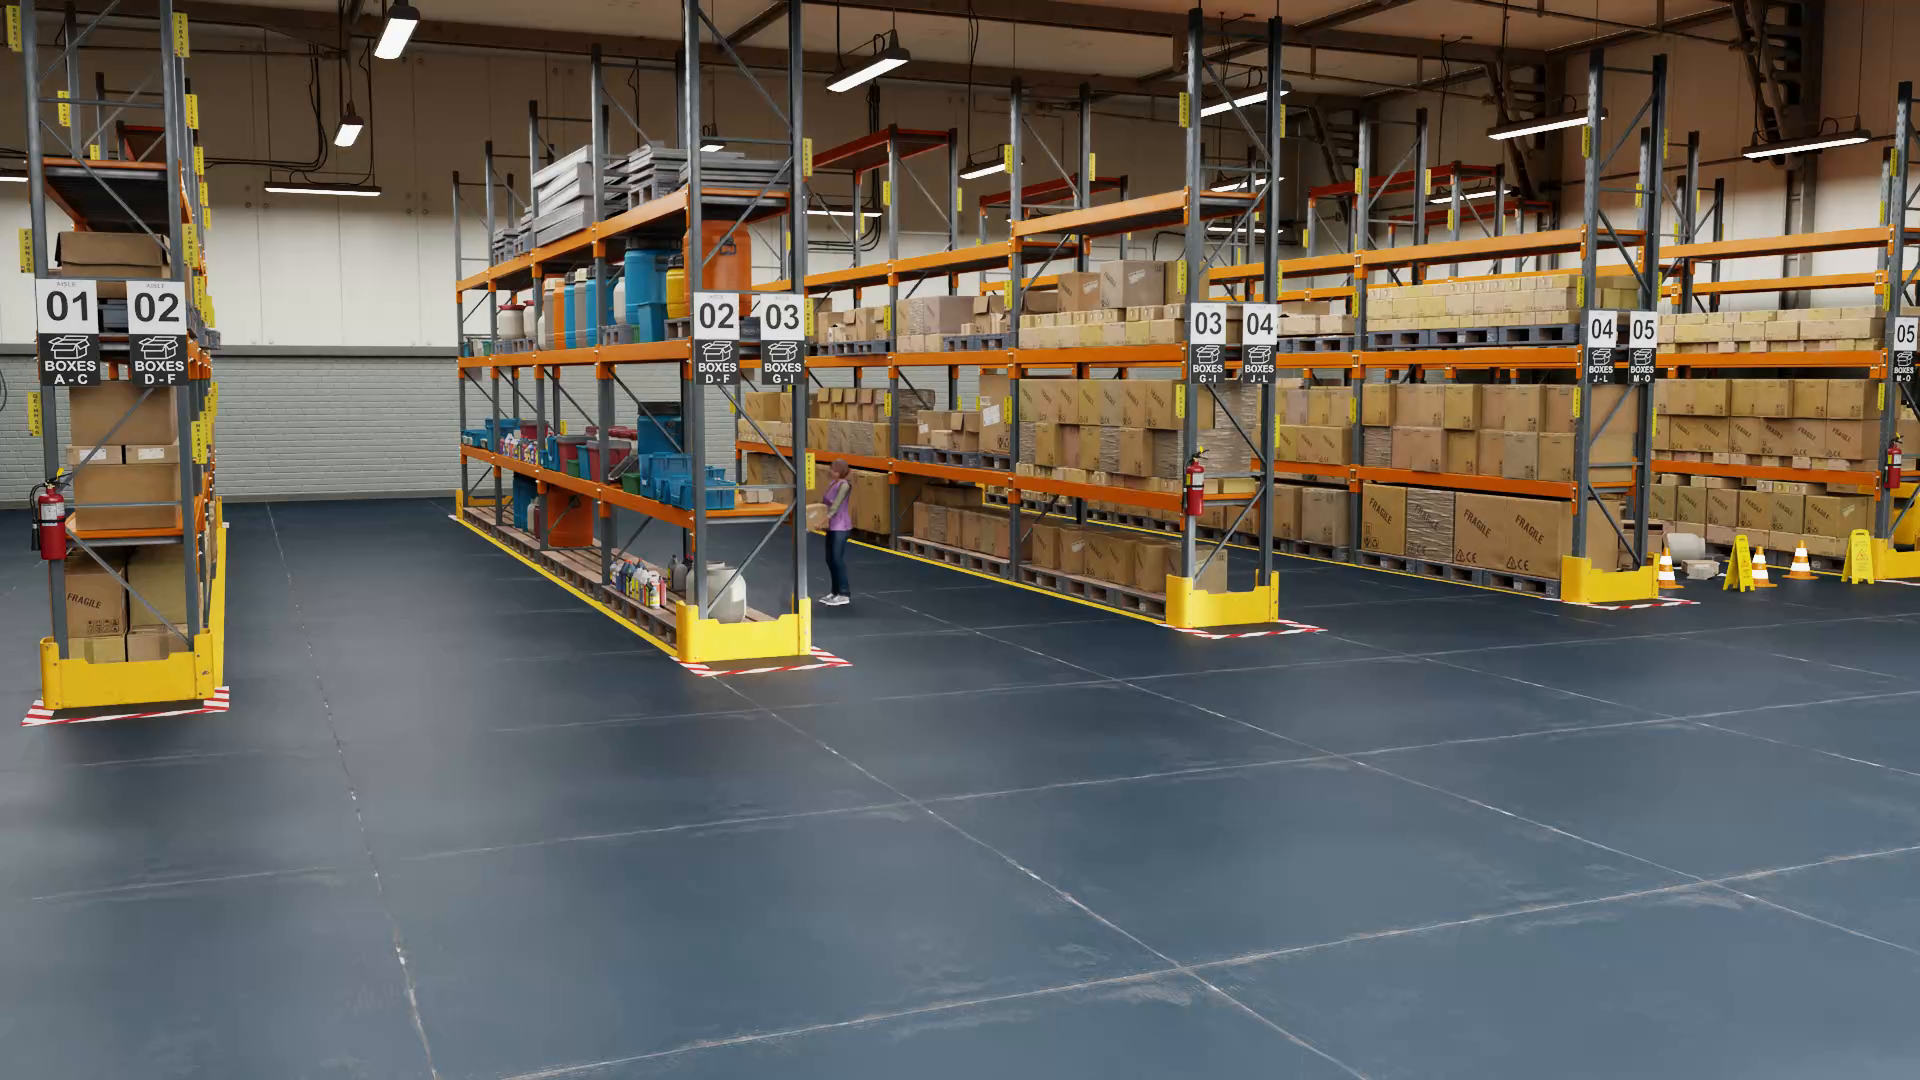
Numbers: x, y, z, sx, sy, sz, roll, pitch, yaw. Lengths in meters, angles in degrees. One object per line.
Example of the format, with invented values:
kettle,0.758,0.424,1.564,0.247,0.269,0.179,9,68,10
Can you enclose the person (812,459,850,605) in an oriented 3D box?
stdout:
person,-1.433,-0.090,18.148,0.485,1.596,0.401,-2,6,-23
